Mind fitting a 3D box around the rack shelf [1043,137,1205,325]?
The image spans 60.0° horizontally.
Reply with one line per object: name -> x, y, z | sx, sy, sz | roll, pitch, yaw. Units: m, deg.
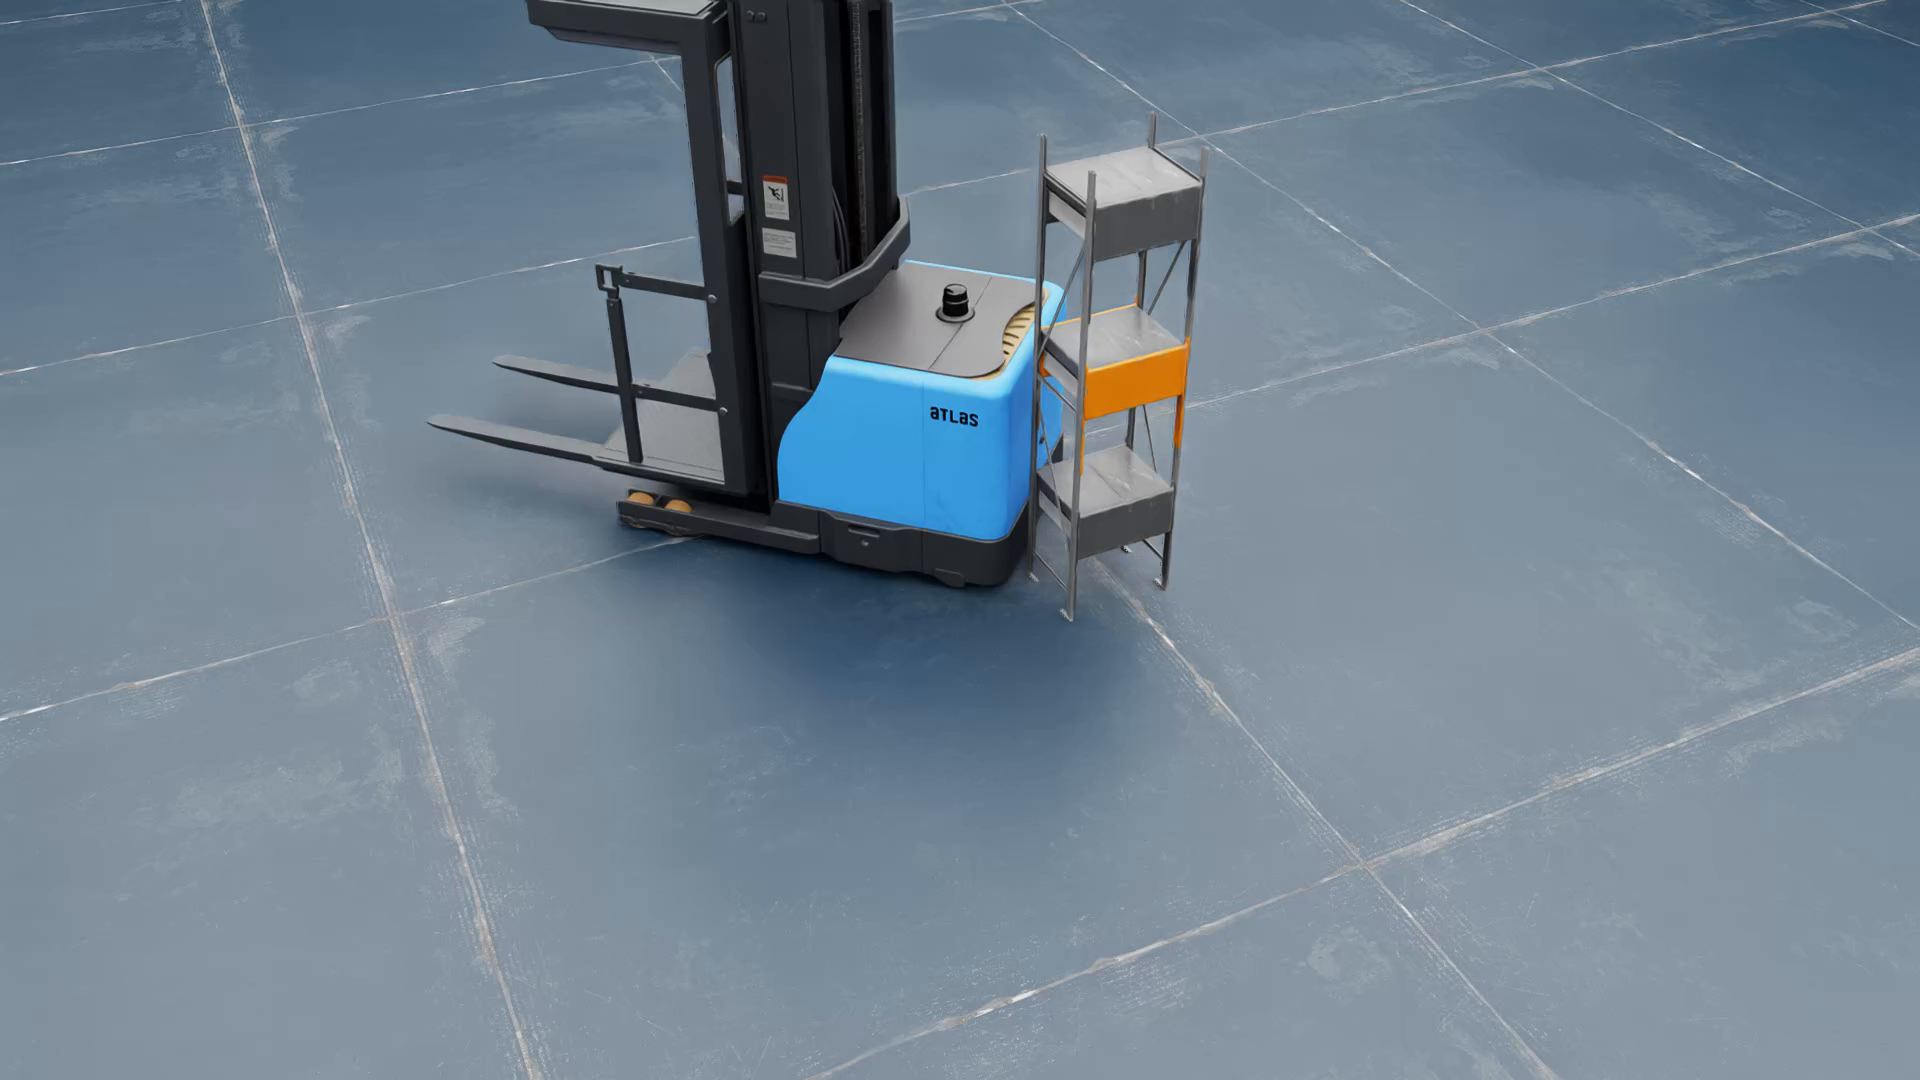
rack shelf -> 0.617, -1.206, 6.461 | 0.480, 0.518, 0.431 | -17, 40, -21

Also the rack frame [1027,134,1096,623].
rack frame -> 0.398, -0.590, 6.782 | 0.015, 2.100, 0.400 | -17, 40, -21

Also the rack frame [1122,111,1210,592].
rack frame -> 0.835, -0.719, 6.957 | 0.015, 2.100, 0.400 | -17, 40, -21

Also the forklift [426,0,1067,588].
forklift -> -1.079, -1.481, 7.287 | 3.031, 2.935, 1.130 | 11, 38, 15

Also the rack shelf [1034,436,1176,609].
rack shelf -> 0.617, -0.081, 7.295 | 0.480, 0.518, 0.431 | -17, 40, -21

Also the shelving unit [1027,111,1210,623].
shelving unit -> 0.617, -0.654, 6.870 | 0.503, 2.100, 0.431 | -17, 40, -21

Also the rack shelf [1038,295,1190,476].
rack shelf -> 0.617, -0.644, 6.878 | 0.480, 0.518, 0.431 | -17, 40, -21
